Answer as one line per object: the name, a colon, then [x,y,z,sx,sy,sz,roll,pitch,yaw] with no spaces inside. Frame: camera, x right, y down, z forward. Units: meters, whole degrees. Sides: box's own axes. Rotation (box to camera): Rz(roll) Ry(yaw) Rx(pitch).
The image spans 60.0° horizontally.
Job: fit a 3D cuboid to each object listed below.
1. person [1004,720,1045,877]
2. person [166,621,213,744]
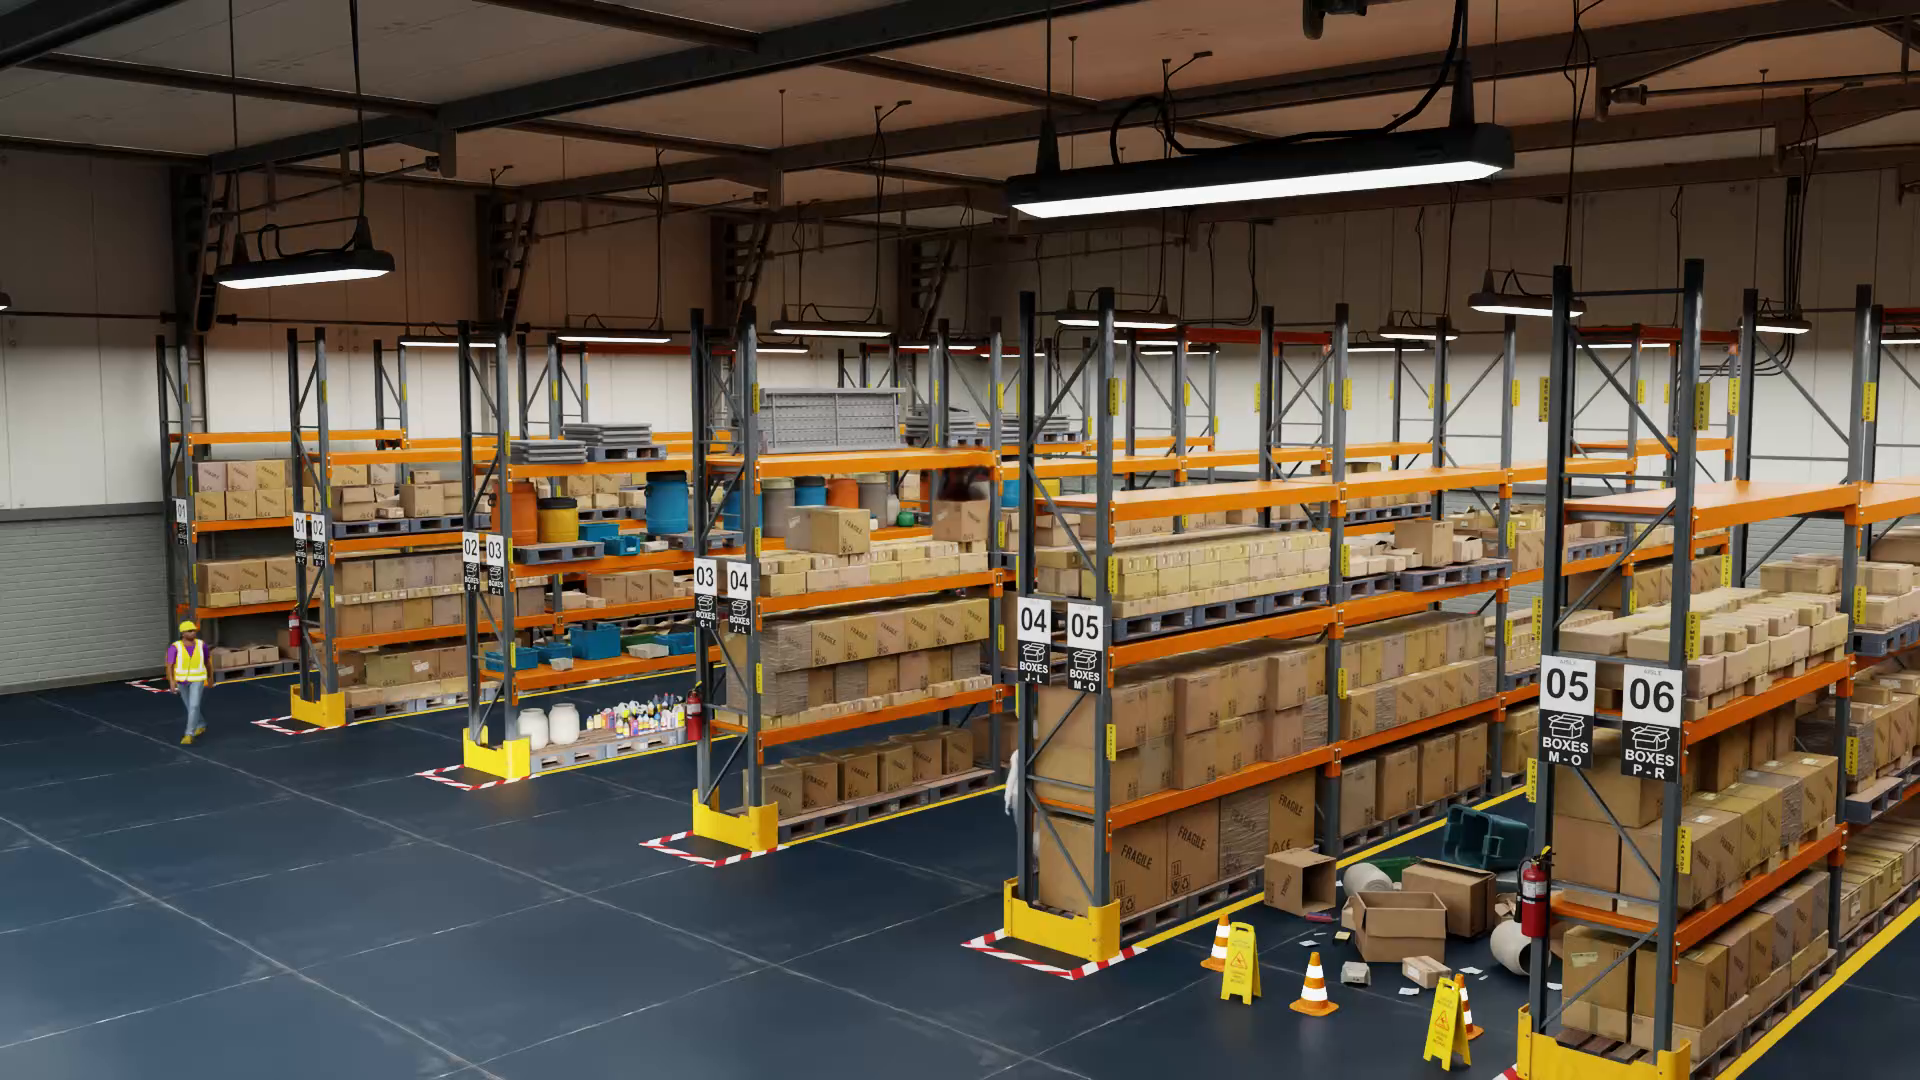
person: [0.700,2.700,17.279,0.486,1.677,0.642,1,5,8]
person: [-11.180,2.031,24.024,0.490,1.706,1.004,0,5,2]
